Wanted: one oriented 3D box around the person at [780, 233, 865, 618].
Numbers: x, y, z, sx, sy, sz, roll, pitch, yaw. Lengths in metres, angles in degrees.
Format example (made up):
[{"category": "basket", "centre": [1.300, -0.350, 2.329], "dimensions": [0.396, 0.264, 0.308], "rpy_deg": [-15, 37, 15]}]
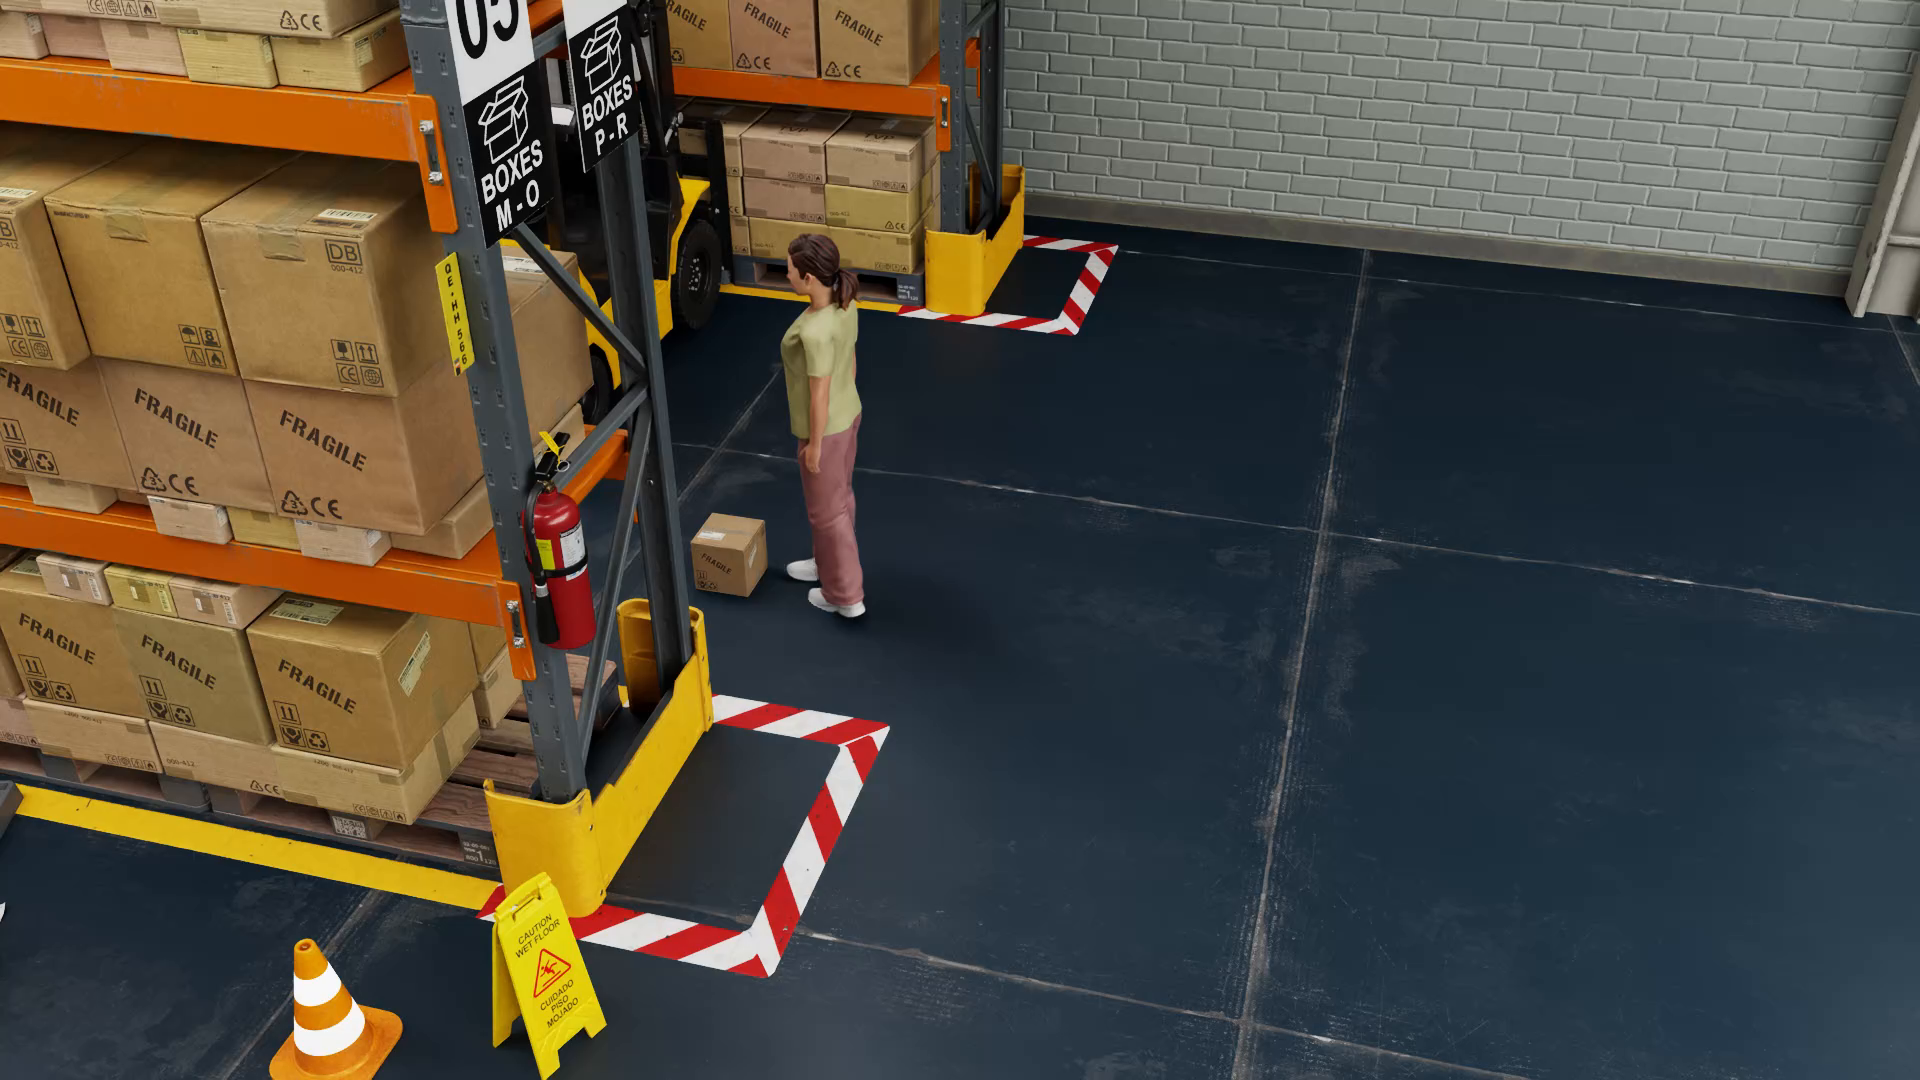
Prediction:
[{"category": "person", "centre": [-0.584, -0.461, 6.869], "dimensions": [0.430, 1.681, 0.447], "rpy_deg": [8, 34, 12]}]
